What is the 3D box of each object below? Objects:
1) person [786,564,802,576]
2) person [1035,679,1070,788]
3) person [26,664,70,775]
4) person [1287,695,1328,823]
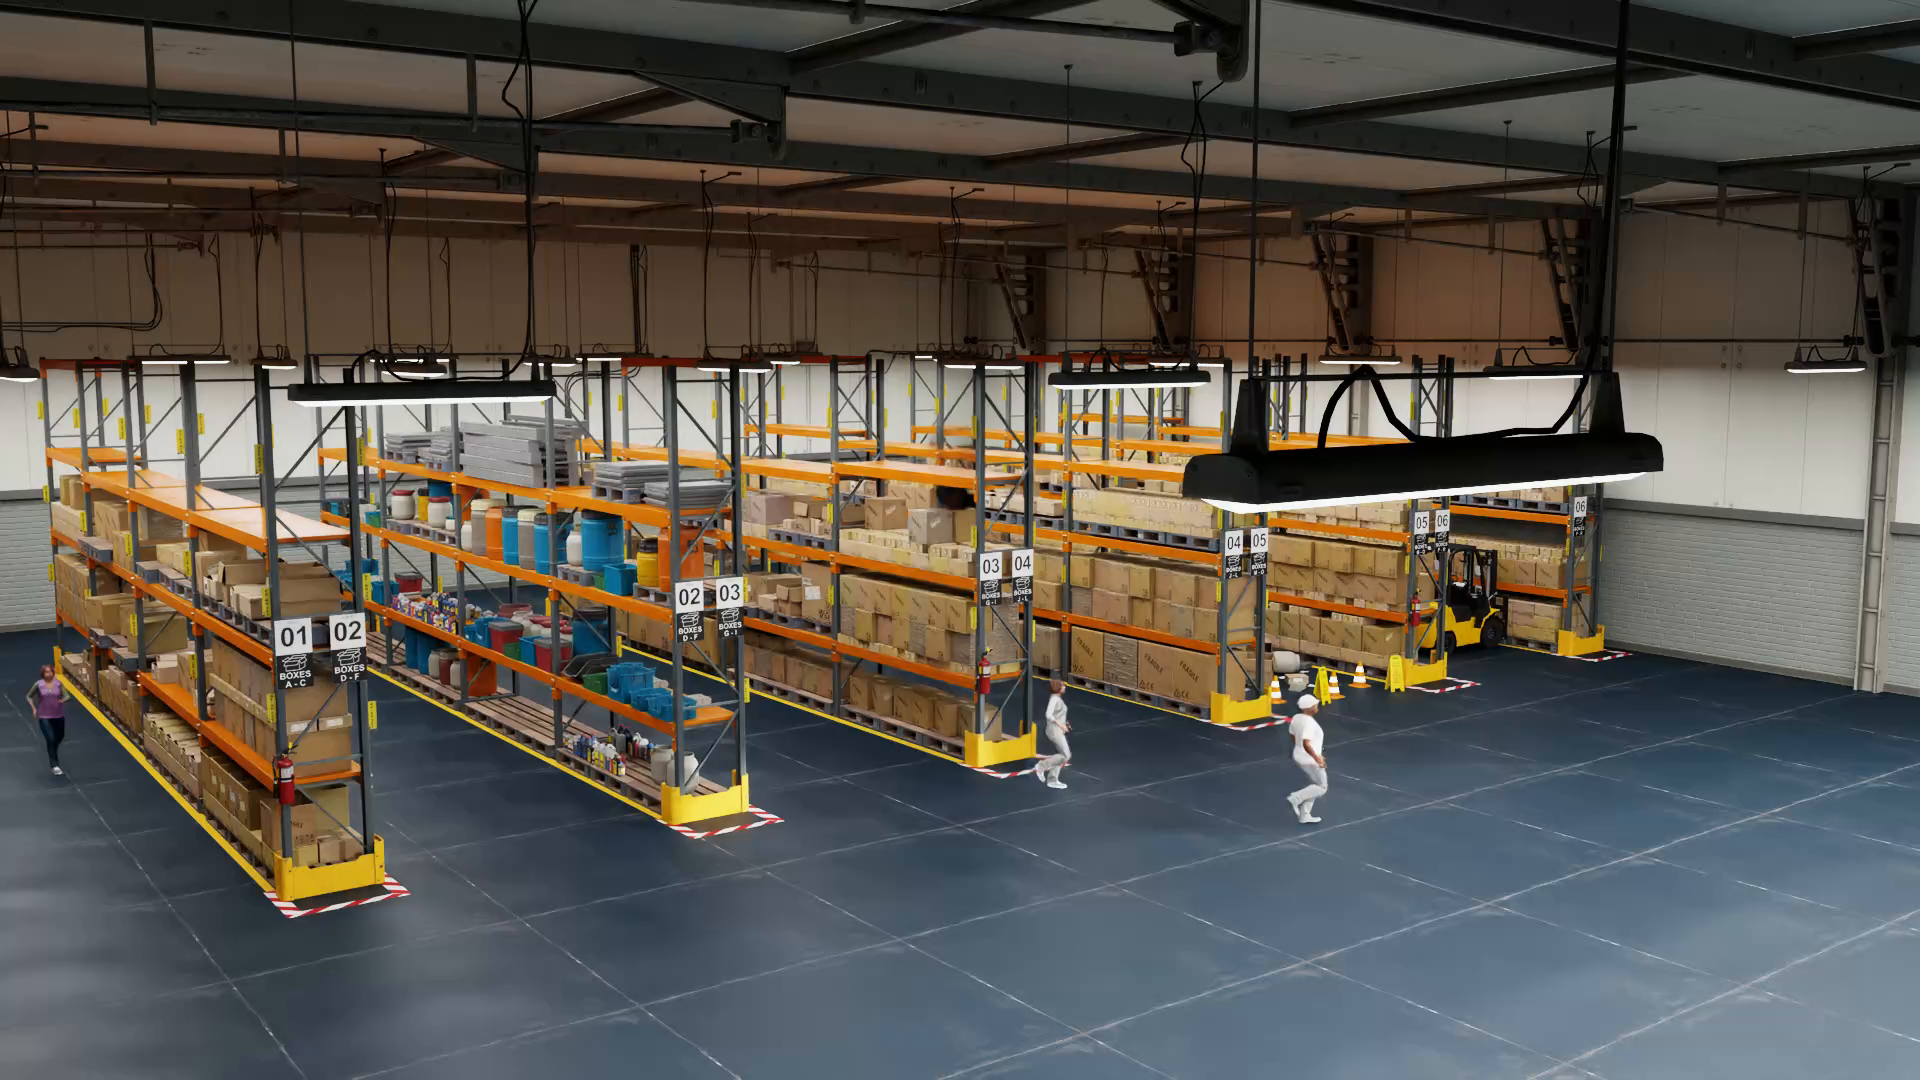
[{"bbox_3d":[-4.207,0.496,41.776,0.757,1.719,0.593,3,7,20],"label":"person"},{"bbox_3d":[1.319,2.739,23.619,0.505,1.552,0.563,1,7,5],"label":"person"},{"bbox_3d":[-13.365,2.605,24.428,0.543,1.574,0.877,-6,9,-42],"label":"person"},{"bbox_3d":[4.543,2.874,21.799,0.586,1.718,0.705,-1,7,-10],"label":"person"}]
